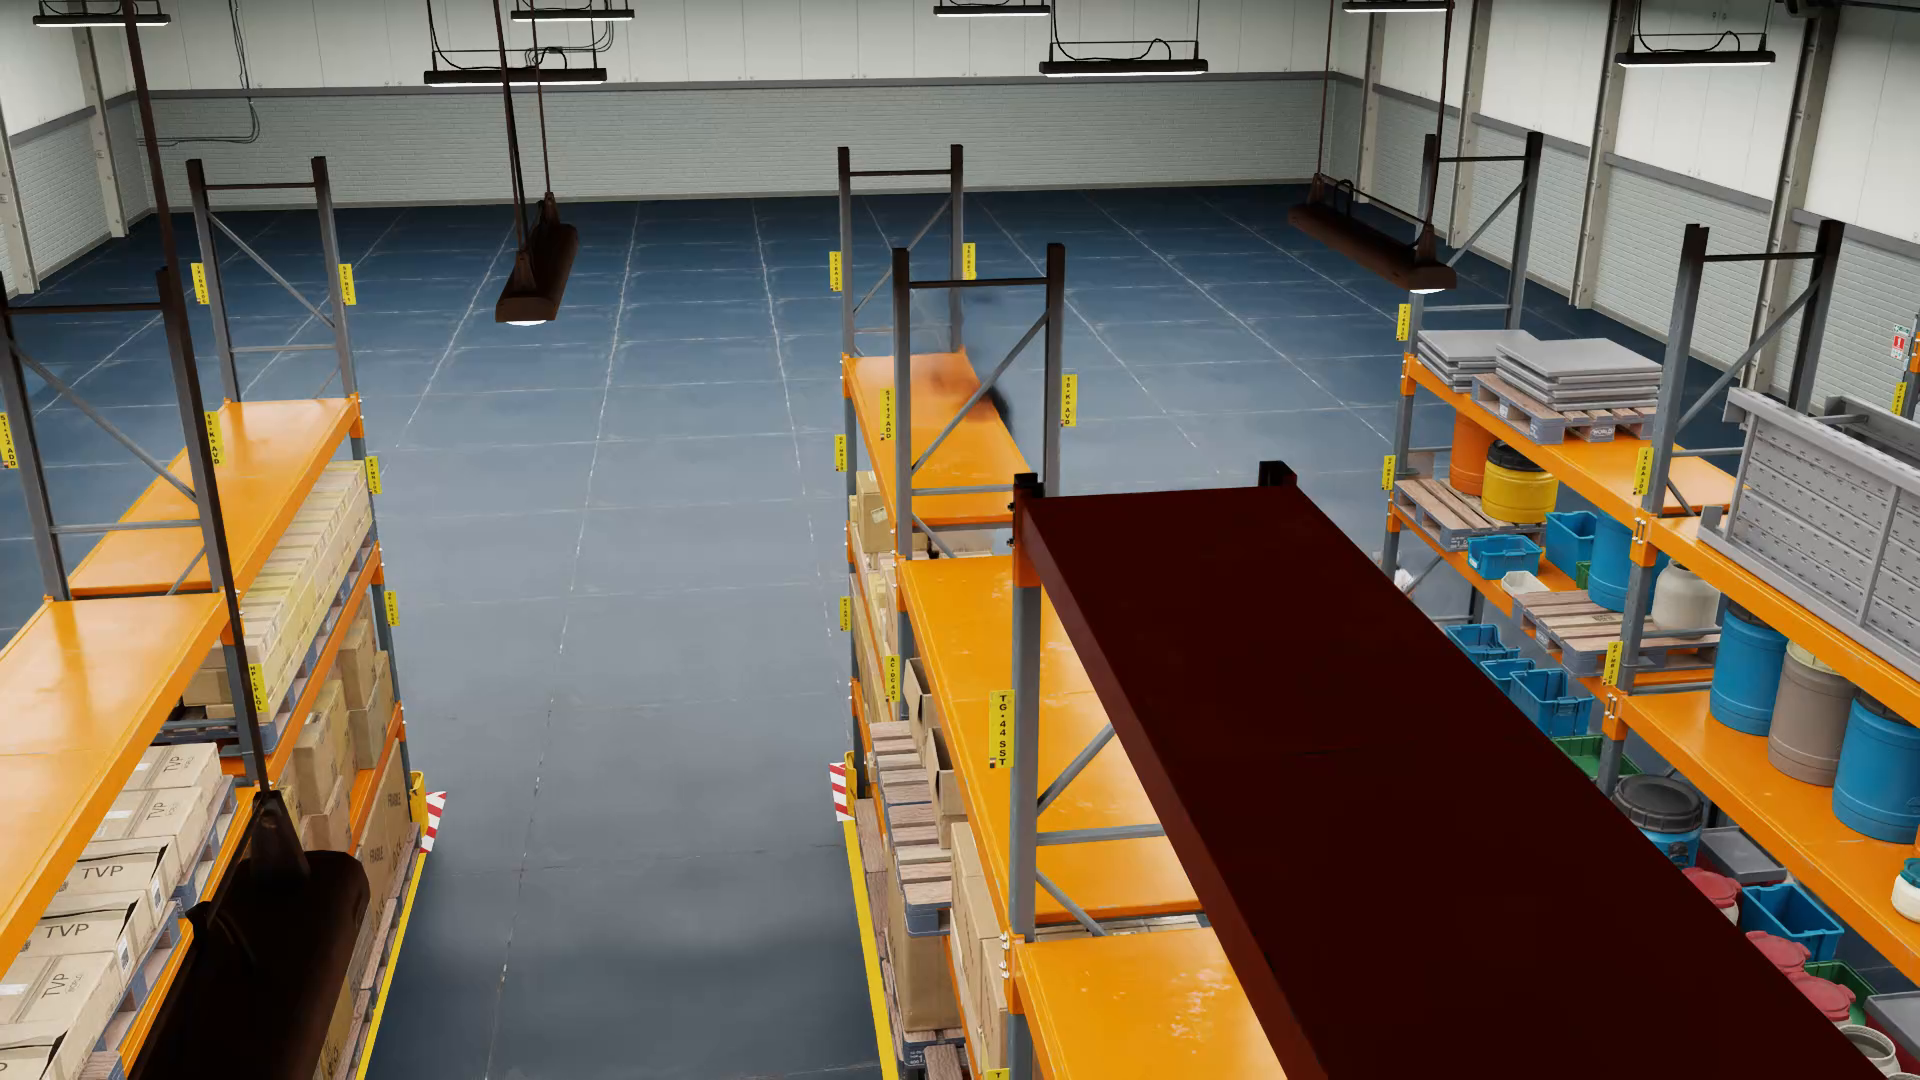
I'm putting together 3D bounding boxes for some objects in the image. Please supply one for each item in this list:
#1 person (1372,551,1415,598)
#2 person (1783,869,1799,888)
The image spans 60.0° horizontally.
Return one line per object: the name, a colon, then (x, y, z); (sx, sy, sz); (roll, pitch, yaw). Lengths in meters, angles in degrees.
person: (4.395, 0.851, 17.271); (0.888, 1.661, 0.599); (11, 24, 26)
person: (6.758, 2.314, 13.453); (0.673, 1.699, 0.944); (-5, 22, -12)
